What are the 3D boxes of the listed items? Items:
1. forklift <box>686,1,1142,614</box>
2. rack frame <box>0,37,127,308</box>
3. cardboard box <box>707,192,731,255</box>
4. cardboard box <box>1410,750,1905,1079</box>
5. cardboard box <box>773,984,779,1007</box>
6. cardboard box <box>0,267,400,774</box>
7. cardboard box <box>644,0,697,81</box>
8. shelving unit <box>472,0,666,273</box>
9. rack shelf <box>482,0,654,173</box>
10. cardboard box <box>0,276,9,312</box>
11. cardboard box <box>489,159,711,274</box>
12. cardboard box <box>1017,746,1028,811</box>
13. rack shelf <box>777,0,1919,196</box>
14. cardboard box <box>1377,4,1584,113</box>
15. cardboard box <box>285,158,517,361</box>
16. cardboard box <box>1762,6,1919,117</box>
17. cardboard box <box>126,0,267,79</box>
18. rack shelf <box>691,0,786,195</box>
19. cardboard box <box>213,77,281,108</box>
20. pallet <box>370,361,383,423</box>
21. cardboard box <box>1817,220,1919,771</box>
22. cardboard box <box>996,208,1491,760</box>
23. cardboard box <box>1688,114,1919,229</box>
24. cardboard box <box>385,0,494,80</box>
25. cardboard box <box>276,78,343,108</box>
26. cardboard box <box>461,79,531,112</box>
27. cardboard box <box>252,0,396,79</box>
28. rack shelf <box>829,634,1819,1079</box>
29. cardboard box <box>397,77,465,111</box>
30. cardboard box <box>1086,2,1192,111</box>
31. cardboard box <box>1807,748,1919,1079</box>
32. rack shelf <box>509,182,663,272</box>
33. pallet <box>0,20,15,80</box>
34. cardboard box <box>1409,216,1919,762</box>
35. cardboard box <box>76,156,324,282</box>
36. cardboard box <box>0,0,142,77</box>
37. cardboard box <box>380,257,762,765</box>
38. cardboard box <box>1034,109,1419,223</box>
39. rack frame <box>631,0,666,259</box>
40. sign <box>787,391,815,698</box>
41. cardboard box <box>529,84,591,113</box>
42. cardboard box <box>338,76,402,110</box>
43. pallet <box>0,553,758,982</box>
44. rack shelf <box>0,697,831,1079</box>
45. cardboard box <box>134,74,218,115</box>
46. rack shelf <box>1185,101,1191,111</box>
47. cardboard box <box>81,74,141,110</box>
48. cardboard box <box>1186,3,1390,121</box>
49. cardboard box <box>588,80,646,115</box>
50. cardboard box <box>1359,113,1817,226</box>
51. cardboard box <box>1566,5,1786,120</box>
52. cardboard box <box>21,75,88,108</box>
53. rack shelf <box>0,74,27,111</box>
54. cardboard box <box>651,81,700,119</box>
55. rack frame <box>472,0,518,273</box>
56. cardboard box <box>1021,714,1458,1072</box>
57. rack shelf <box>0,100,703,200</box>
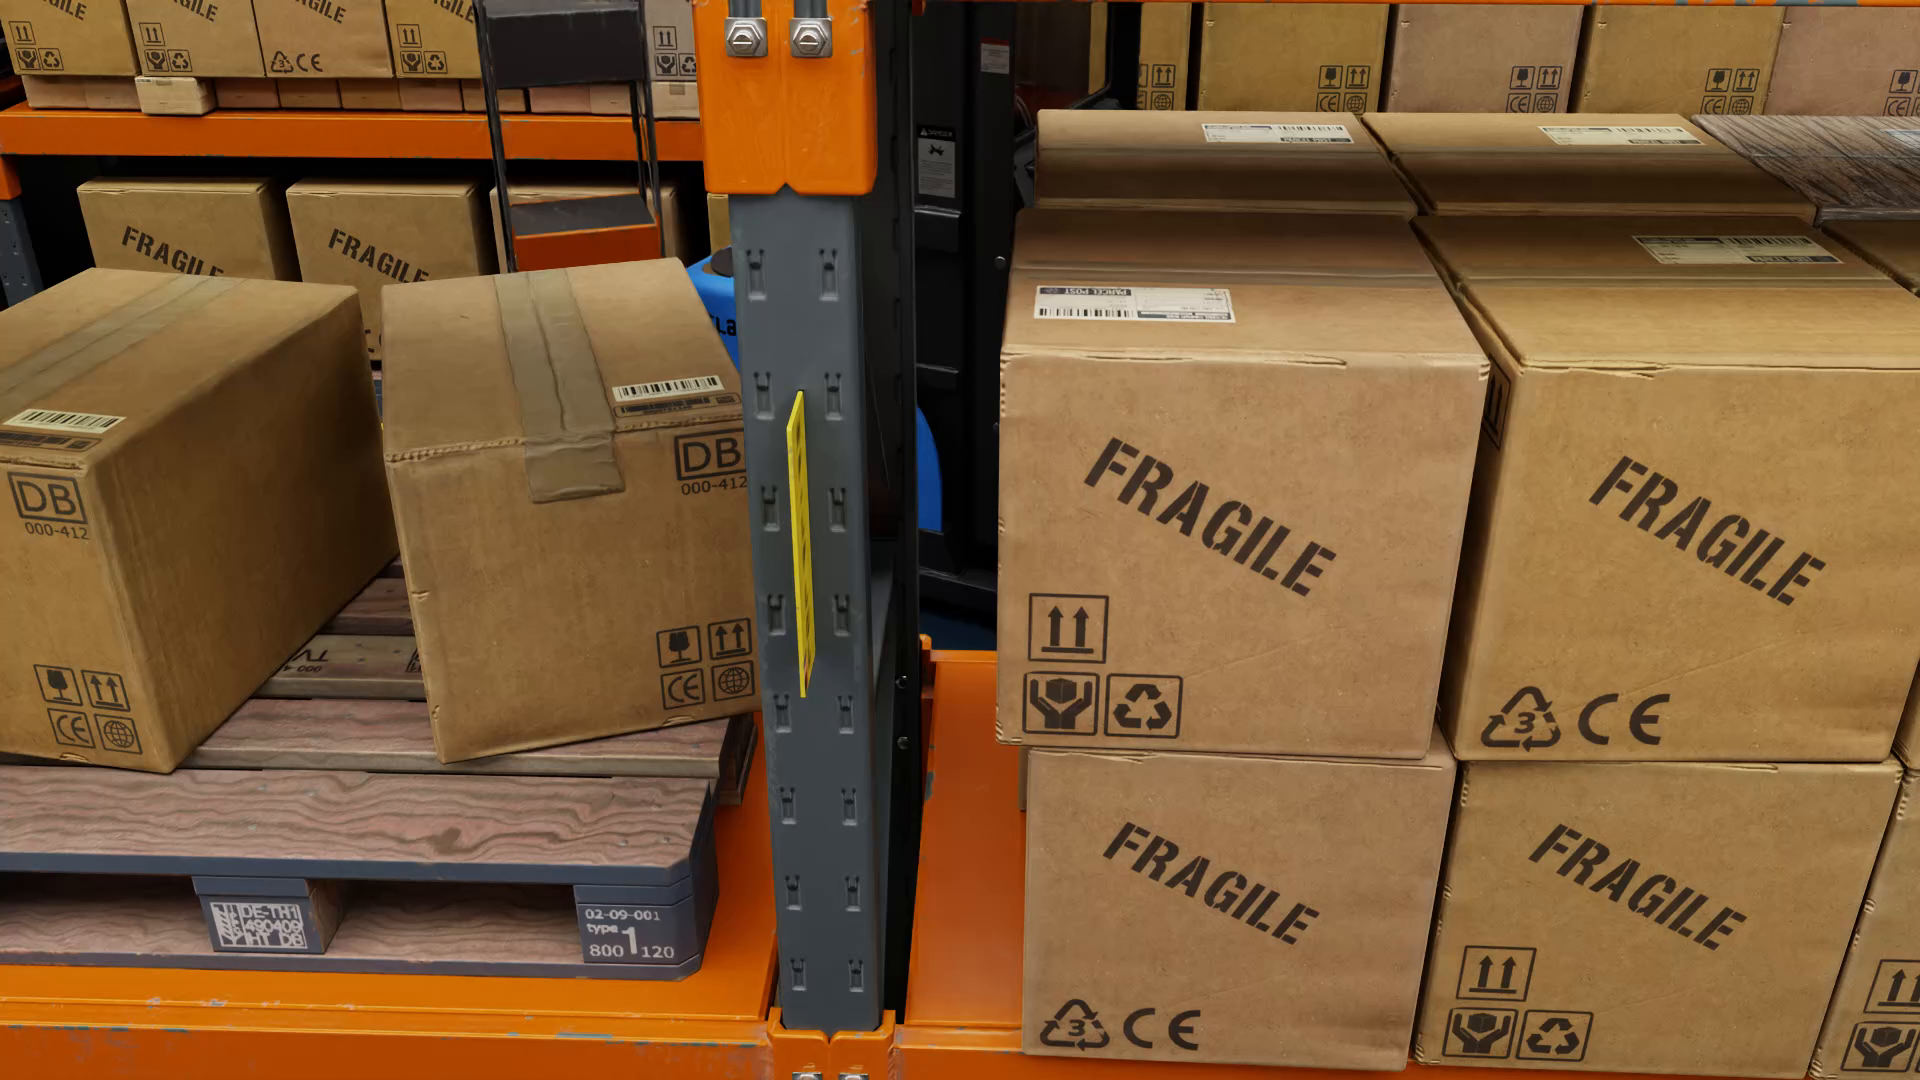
[{"bbox_3d":[0.566,-1.170,5.327,3.031,2.935,1.130,13,30,22],"label":"forklift"},{"bbox_3d":[-3.981,-2.125,7.056,0.127,3.000,1.000,1,28,2],"label":"rack frame"},{"bbox_3d":[-0.638,-1.245,7.242,0.750,0.750,0.750,1,28,2],"label":"cardboard box"},{"bbox_3d":[0.857,0.359,2.264,0.500,0.500,0.500,1,28,3],"label":"cardboard box"},{"bbox_3d":[-0.629,1.048,3.270,0.500,0.500,0.500,0,28,-1],"label":"cardboard box"},{"bbox_3d":[-1.310,-0.064,2.613,0.500,0.500,0.700,5,28,10],"label":"cardboard box"},{"bbox_3d":[-0.964,-2.137,6.633,0.500,0.500,0.500,1,28,2],"label":"cardboard box"},{"bbox_3d":[-1.292,-0.921,5.746,0.503,2.100,0.431,-9,29,-16],"label":"shelving unit"},{"bbox_3d":[-1.292,-1.528,5.425,0.480,0.518,0.431,-9,29,-16],"label":"rack shelf"},{"bbox_3d":[-4.702,-1.202,7.515,0.500,0.500,0.700,1,28,3],"label":"cardboard box"},{"bbox_3d":[-1.526,-1.258,7.267,0.750,0.750,0.750,2,28,3],"label":"cardboard box"},{"bbox_3d":[0.354,0.104,2.745,0.500,0.500,0.500,1,28,3],"label":"cardboard box"},{"bbox_3d":[1.844,-0.715,1.961,4.000,0.370,1.077,1,28,2],"label":"rack shelf"},{"bbox_3d":[2.015,-2.153,6.788,0.700,0.700,0.980,0,28,-1],"label":"cardboard box"},{"bbox_3d":[-2.375,-1.270,7.289,0.750,0.750,0.750,1,28,2],"label":"cardboard box"},{"bbox_3d":[3.504,-2.129,6.743,0.700,0.700,0.980,2,28,4],"label":"cardboard box"},{"bbox_3d":[-2.981,-2.169,6.693,0.500,0.500,0.500,2,28,3],"label":"cardboard box"},{"bbox_3d":[-2.153,-0.781,2.085,4.000,0.370,1.077,1,28,2],"label":"rack shelf"},{"bbox_3d":[-2.890,-1.910,6.898,0.250,0.149,0.380,1,28,1],"label":"cardboard box"},{"bbox_3d":[-1.980,-0.823,7.578,1.213,0.211,1.003,1,28,2],"label":"pallet"},{"bbox_3d":[1.336,-0.070,2.004,0.500,0.500,0.500,0,28,0],"label":"cardboard box"},{"bbox_3d":[0.306,-0.087,2.036,0.500,0.500,0.500,2,28,3],"label":"cardboard box"},{"bbox_3d":[1.376,-0.323,2.483,0.500,0.500,0.500,1,28,2],"label":"cardboard box"},{"bbox_3d":[-1.965,-2.155,6.667,0.500,0.500,0.500,2,28,3],"label":"cardboard box"},{"bbox_3d":[-2.631,-1.910,6.897,0.250,0.149,0.380,2,28,3],"label":"cardboard box"},{"bbox_3d":[-1.864,-1.881,6.843,0.250,0.149,0.380,2,28,3],"label":"cardboard box"},{"bbox_3d":[-2.486,-2.160,6.676,0.500,0.500,0.500,1,28,2],"label":"cardboard box"},{"bbox_3d":[1.844,0.611,2.663,4.000,0.370,1.077,1,28,2],"label":"rack shelf"},{"bbox_3d":[-2.127,-1.889,6.857,0.250,0.149,0.380,1,28,2],"label":"cardboard box"},{"bbox_3d":[0.558,-2.175,6.830,0.700,0.700,0.980,1,28,3],"label":"cardboard box"},{"bbox_3d":[1.357,0.368,2.247,0.500,0.500,0.500,1,28,2],"label":"cardboard box"},{"bbox_3d":[-1.292,-0.909,5.752,0.480,0.518,0.431,-9,29,-16],"label":"rack shelf"},{"bbox_3d":[-4.697,-2.002,7.029,1.003,0.211,1.213,1,28,2],"label":"pallet"},{"bbox_3d":[0.822,-0.078,2.021,0.500,0.500,0.500,0,28,0],"label":"cardboard box"},{"bbox_3d":[-3.251,-1.287,7.322,0.750,0.750,0.750,1,28,1],"label":"cardboard box"},{"bbox_3d":[-3.505,-2.182,6.717,0.500,0.500,0.500,2,28,3],"label":"cardboard box"},{"bbox_3d":[-0.620,-0.082,2.648,0.500,0.500,0.700,-8,29,-15],"label":"cardboard box"},{"bbox_3d":[0.360,-0.339,2.512,0.500,0.500,0.500,1,28,2],"label":"cardboard box"},{"bbox_3d":[-1.060,-0.957,5.813,0.015,2.100,0.400,-9,29,-16],"label":"rack frame"},{"bbox_3d":[-0.171,0.008,1.796,0.005,0.325,0.100,1,28,2],"label":"sign"},{"bbox_3d":[-1.599,-1.871,6.824,0.250,0.149,0.380,0,28,0],"label":"cardboard box"},{"bbox_3d":[-2.373,-1.901,6.880,0.250,0.149,0.380,1,28,3],"label":"cardboard box"},{"bbox_3d":[-0.949,0.280,2.723,1.213,0.211,1.003,1,28,2],"label":"pallet"},{"bbox_3d":[-2.153,0.545,2.788,4.000,0.370,1.077,1,28,2],"label":"rack shelf"},{"bbox_3d":[-3.146,-1.857,6.797,0.250,0.149,0.380,2,28,3],"label":"cardboard box"},{"bbox_3d":[2.015,-1.708,7.037,4.000,0.370,1.077,1,28,2],"label":"rack shelf"},{"bbox_3d":[-3.409,-1.901,6.880,0.250,0.149,0.380,1,28,2],"label":"cardboard box"},{"bbox_3d":[1.287,-2.160,6.802,0.700,0.700,0.980,0,28,0],"label":"cardboard box"},{"bbox_3d":[-1.350,-1.860,6.803,0.250,0.149,0.380,1,28,2],"label":"cardboard box"},{"bbox_3d":[0.872,-0.332,2.499,0.500,0.500,0.500,0,28,1],"label":"cardboard box"},{"bbox_3d":[2.777,-2.136,6.756,0.700,0.700,0.980,1,28,1],"label":"cardboard box"},{"bbox_3d":[-3.660,-1.909,6.895,0.250,0.149,0.380,1,28,1],"label":"cardboard box"},{"bbox_3d":[-5.980,-1.840,7.287,4.000,0.370,1.077,1,28,2],"label":"rack shelf"},{"bbox_3d":[-1.108,-1.825,6.737,0.250,0.149,0.380,1,28,2],"label":"cardboard box"},{"bbox_3d":[-1.524,-0.886,5.679,0.015,2.100,0.400,-9,29,-16],"label":"rack frame"},{"bbox_3d":[0.345,0.352,2.277,0.500,0.500,0.500,2,28,3],"label":"cardboard box"},{"bbox_3d":[-1.982,-1.774,7.162,4.000,0.370,1.077,1,28,2],"label":"rack shelf"}]
